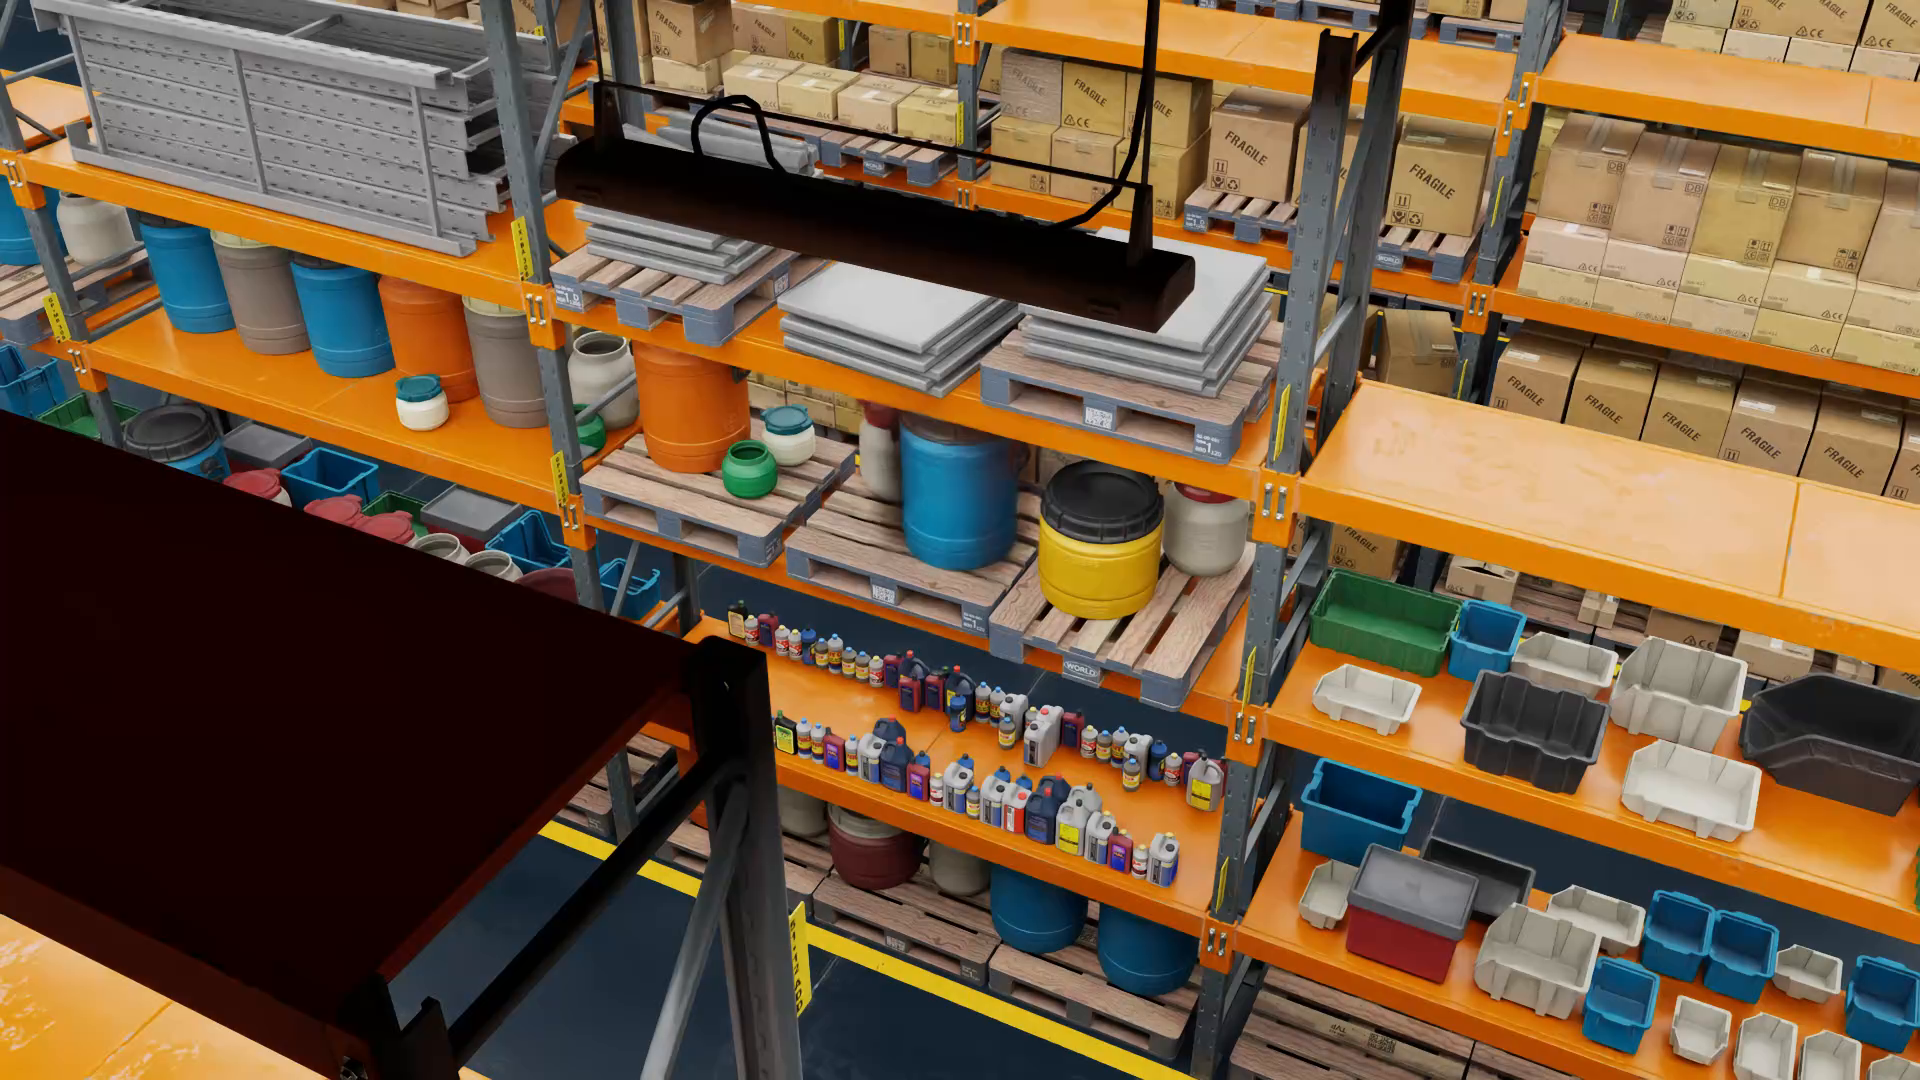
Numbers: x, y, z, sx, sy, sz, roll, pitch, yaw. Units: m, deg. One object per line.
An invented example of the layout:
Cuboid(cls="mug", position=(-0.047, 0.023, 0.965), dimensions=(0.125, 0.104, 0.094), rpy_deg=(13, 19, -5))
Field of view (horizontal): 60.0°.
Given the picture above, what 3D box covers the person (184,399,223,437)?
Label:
Cuboid(cls="person", position=(-6.253, -1.285, 14.203), dimensions=(0.666, 1.744, 0.635), rpy_deg=(3, 35, 5))
